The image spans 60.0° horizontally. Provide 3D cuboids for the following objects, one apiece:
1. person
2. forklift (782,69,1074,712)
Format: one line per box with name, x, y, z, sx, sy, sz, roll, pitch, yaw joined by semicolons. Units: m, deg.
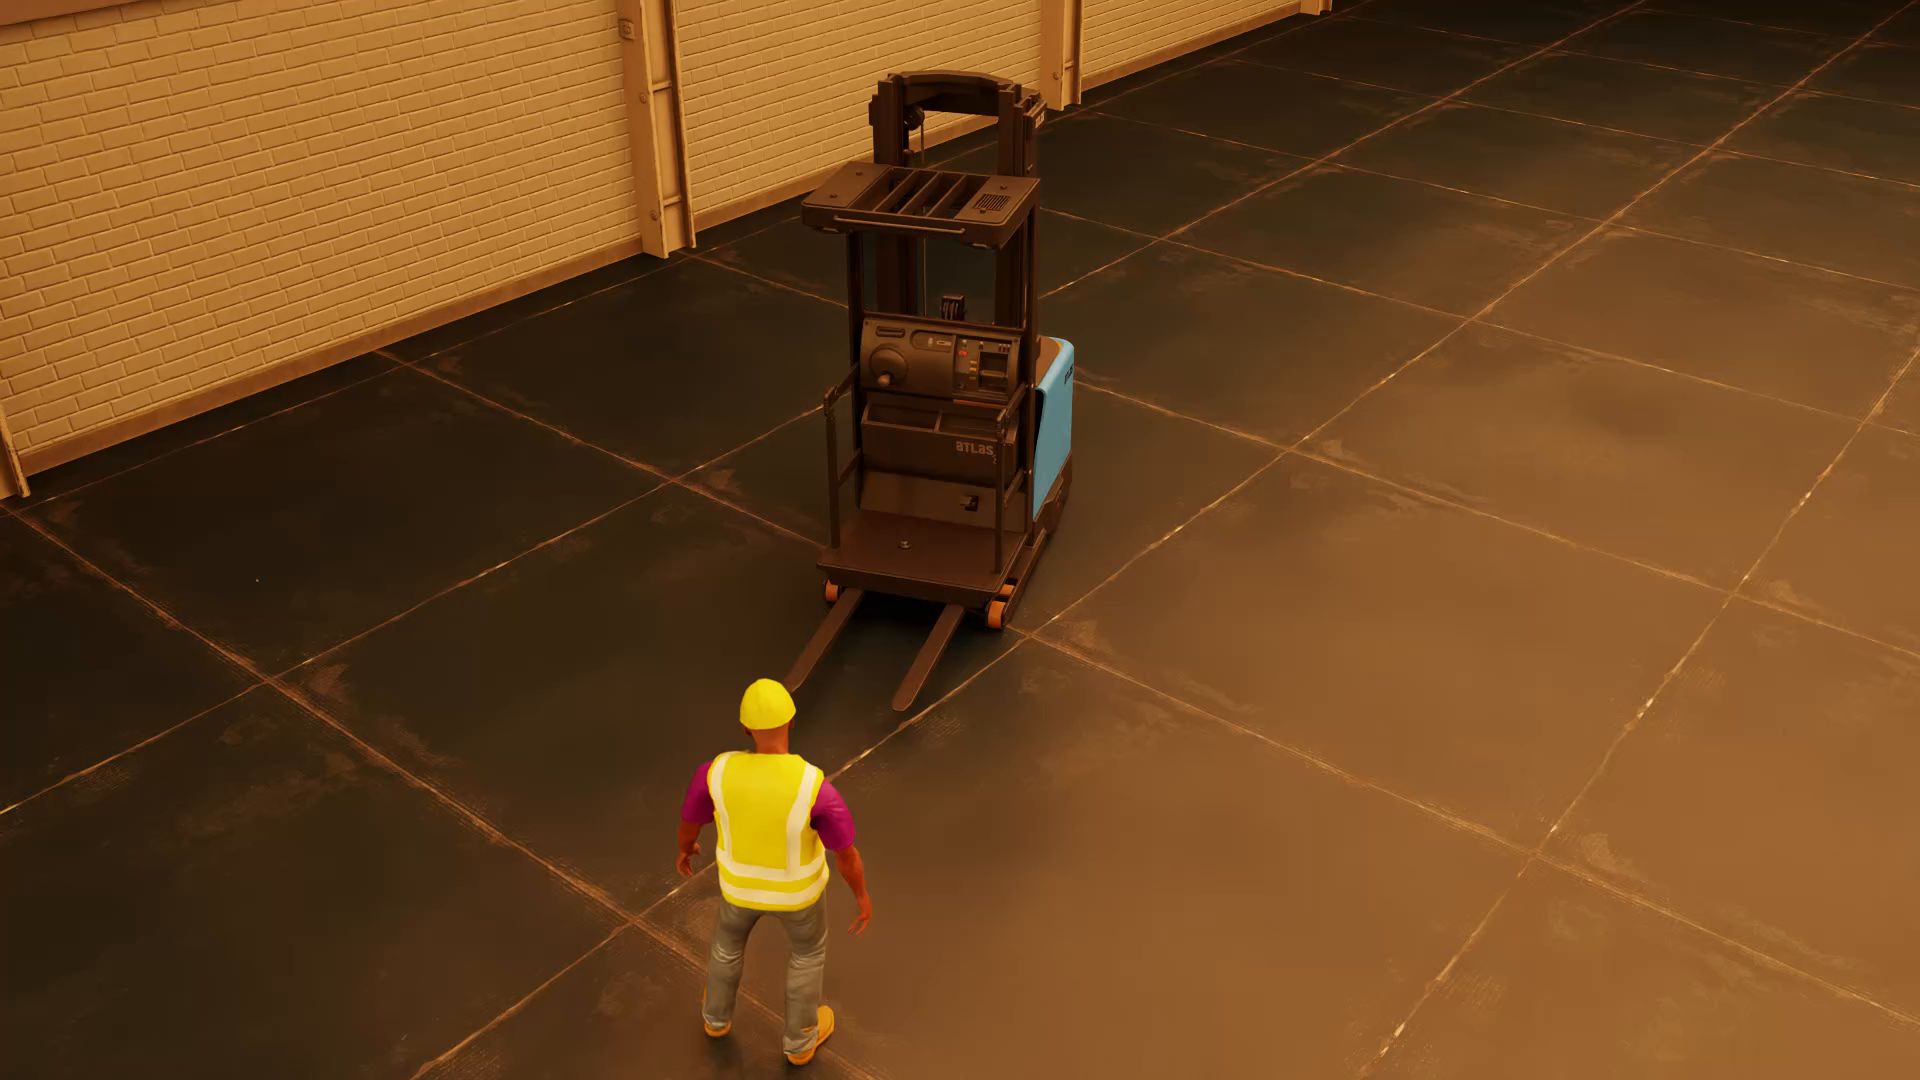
person;-0.736;1.303;6.546;0.815;1.741;0.413;5;31;8
forklift;-0.176;-0.972;9.258;1.130;2.935;3.031;9;31;14
